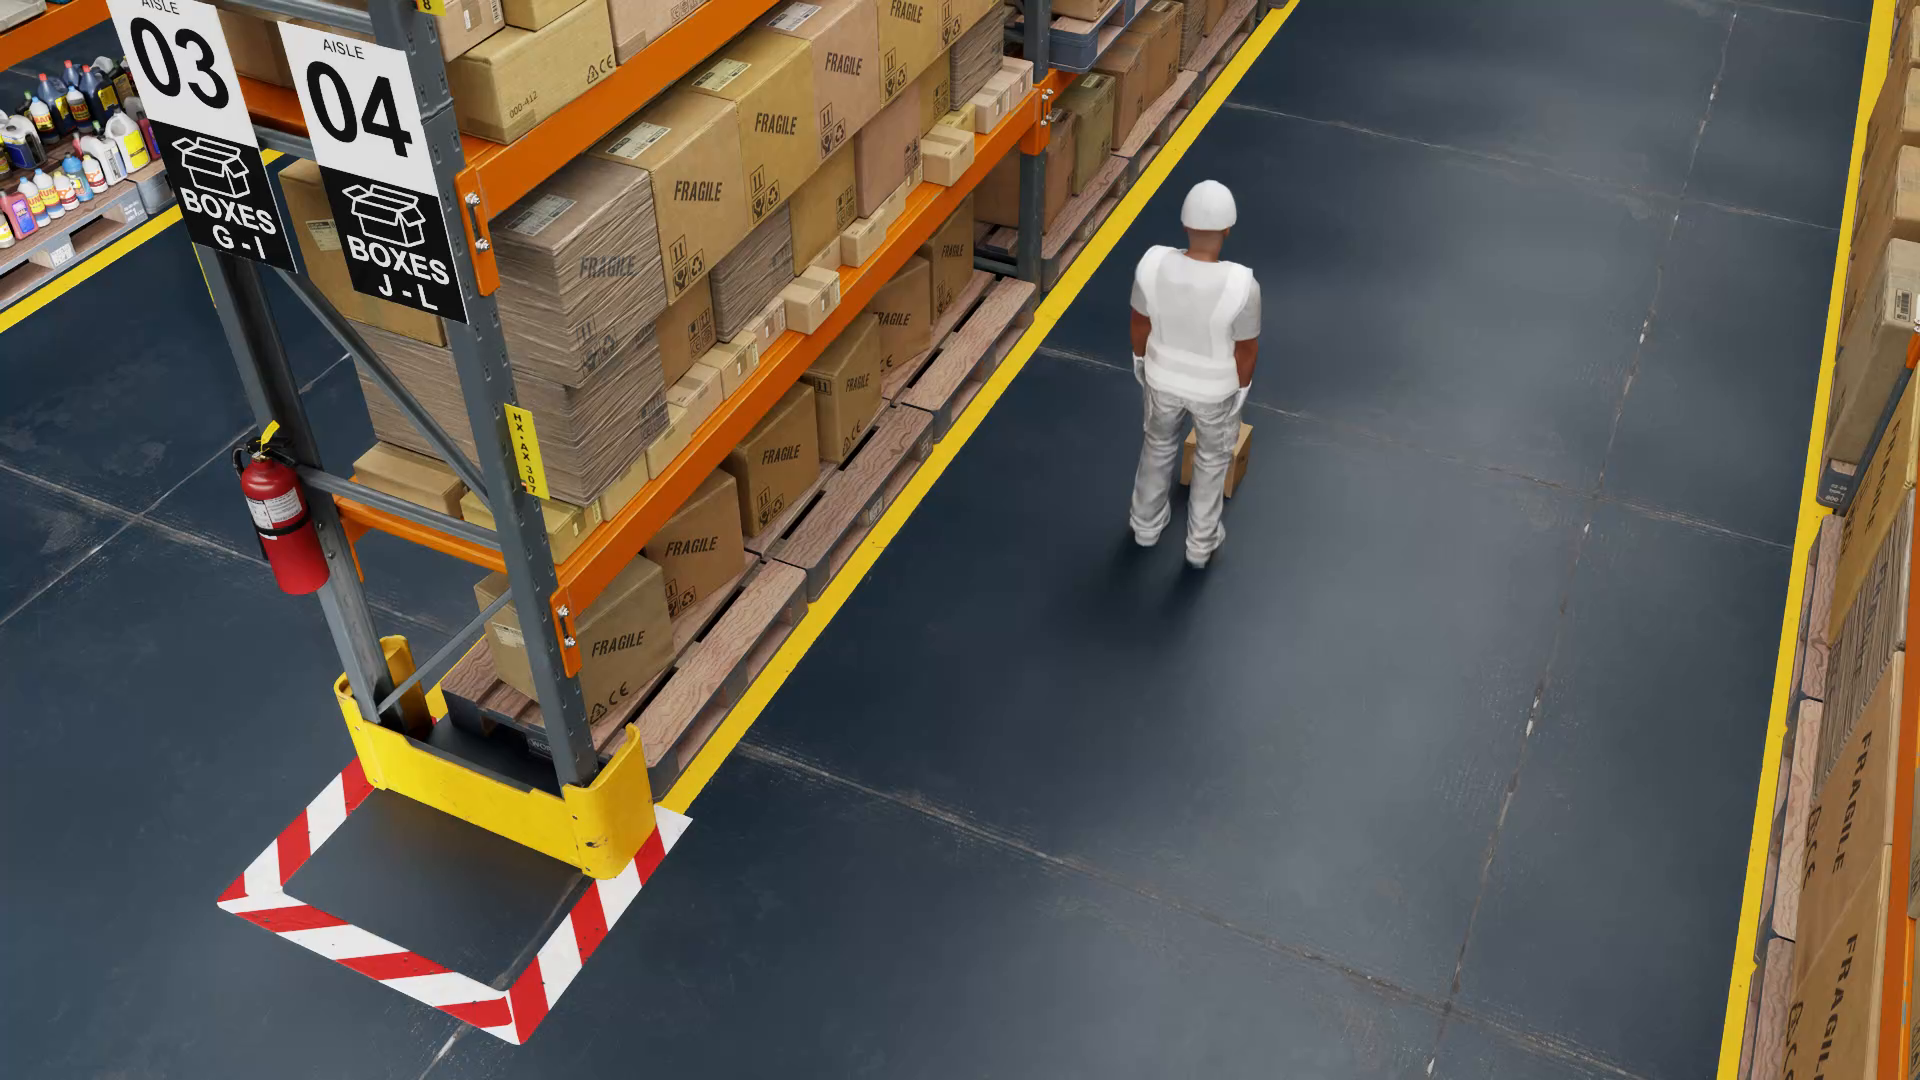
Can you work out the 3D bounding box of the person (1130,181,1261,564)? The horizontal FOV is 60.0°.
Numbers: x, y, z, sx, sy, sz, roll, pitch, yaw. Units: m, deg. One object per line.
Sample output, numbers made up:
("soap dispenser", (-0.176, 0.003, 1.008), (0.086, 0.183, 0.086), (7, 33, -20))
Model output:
("person", (0.957, -0.680, 6.914), (0.548, 1.778, 0.359), (18, 45, 19))
